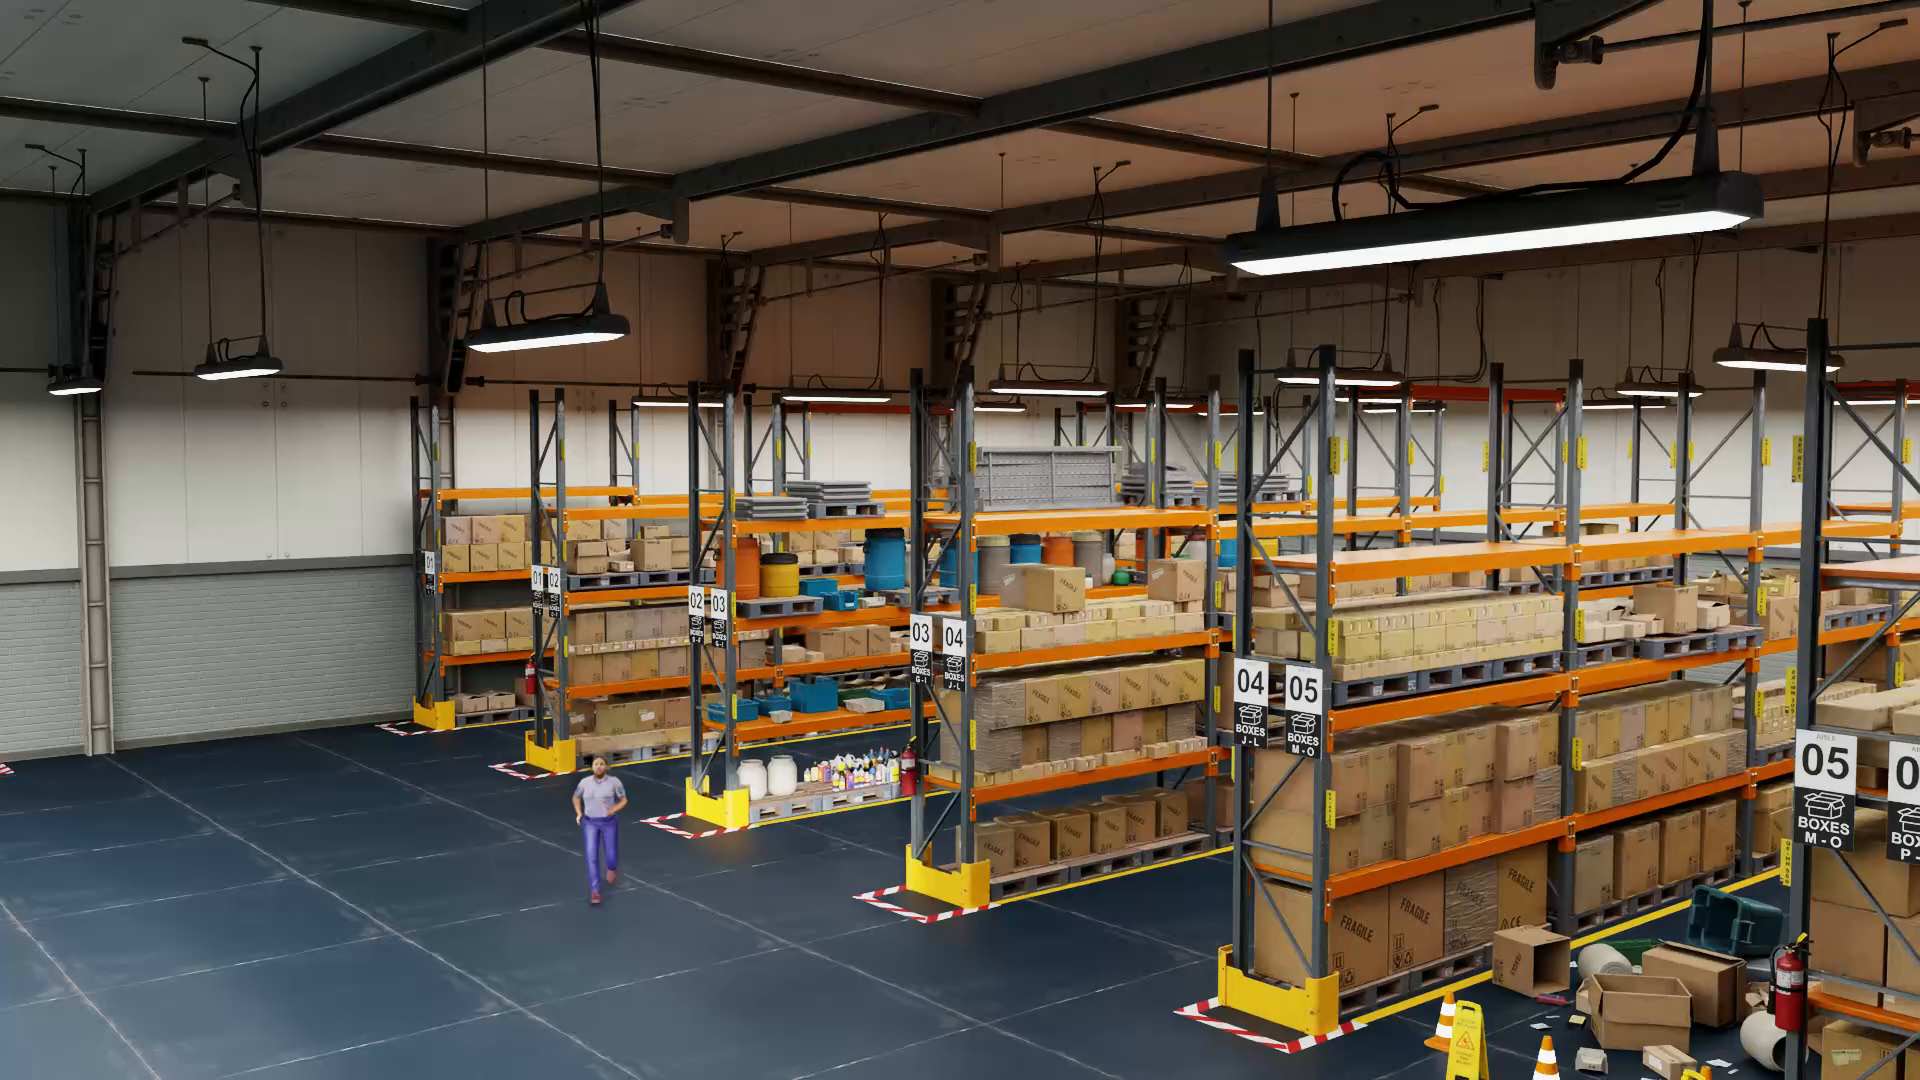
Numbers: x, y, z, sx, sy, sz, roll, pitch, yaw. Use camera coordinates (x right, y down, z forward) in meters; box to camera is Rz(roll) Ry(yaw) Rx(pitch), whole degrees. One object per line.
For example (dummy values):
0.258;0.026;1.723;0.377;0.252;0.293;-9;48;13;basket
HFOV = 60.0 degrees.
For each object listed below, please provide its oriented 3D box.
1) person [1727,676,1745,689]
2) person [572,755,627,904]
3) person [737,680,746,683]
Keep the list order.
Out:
11.304;2.864;24.284;0.731;1.798;0.632;-2;4;-36;person
-4.093;3.243;18.891;0.619;1.610;0.793;-1;3;-9;person
-3.987;2.546;30.672;0.538;1.604;0.877;3;5;42;person
